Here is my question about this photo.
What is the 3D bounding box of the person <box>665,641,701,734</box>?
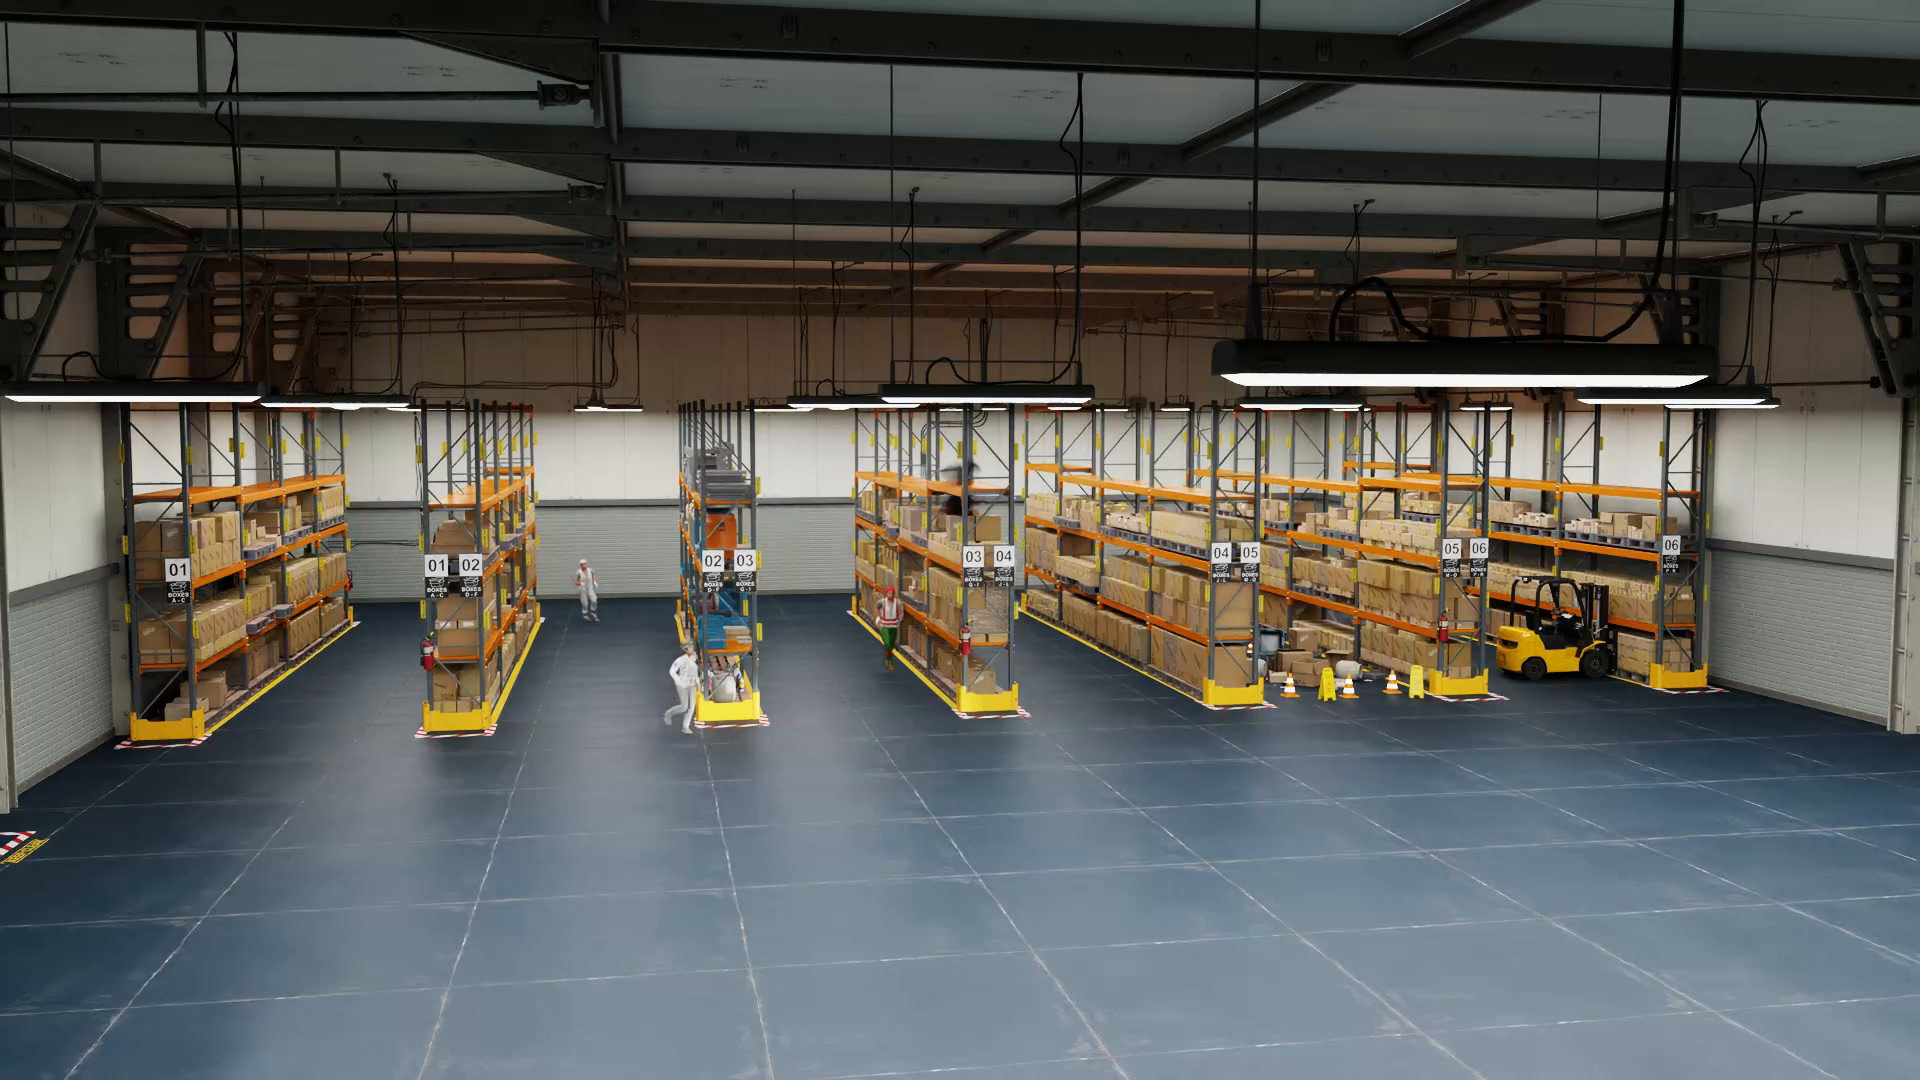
[{"bbox_3d":[-4.930,2.636,30.093,0.700,1.632,0.641,4,6,39],"label":"person"}]

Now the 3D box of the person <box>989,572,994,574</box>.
[{"bbox_3d":[0.762,1.281,47.646,0.677,1.703,0.856,0,4,-3],"label":"person"}]

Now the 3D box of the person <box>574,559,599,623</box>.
[{"bbox_3d":[-10.268,1.395,45.668,0.691,1.765,0.723,-2,5,-29],"label":"person"}]

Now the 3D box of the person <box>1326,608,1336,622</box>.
[{"bbox_3d":[9.831,1.491,44.114,0.643,1.796,0.901,-1,4,-16],"label":"person"}]

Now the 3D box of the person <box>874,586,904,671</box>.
[{"bbox_3d":[-1.515,1.883,35.848,0.607,1.805,0.957,-1,4,-17],"label":"person"}]
